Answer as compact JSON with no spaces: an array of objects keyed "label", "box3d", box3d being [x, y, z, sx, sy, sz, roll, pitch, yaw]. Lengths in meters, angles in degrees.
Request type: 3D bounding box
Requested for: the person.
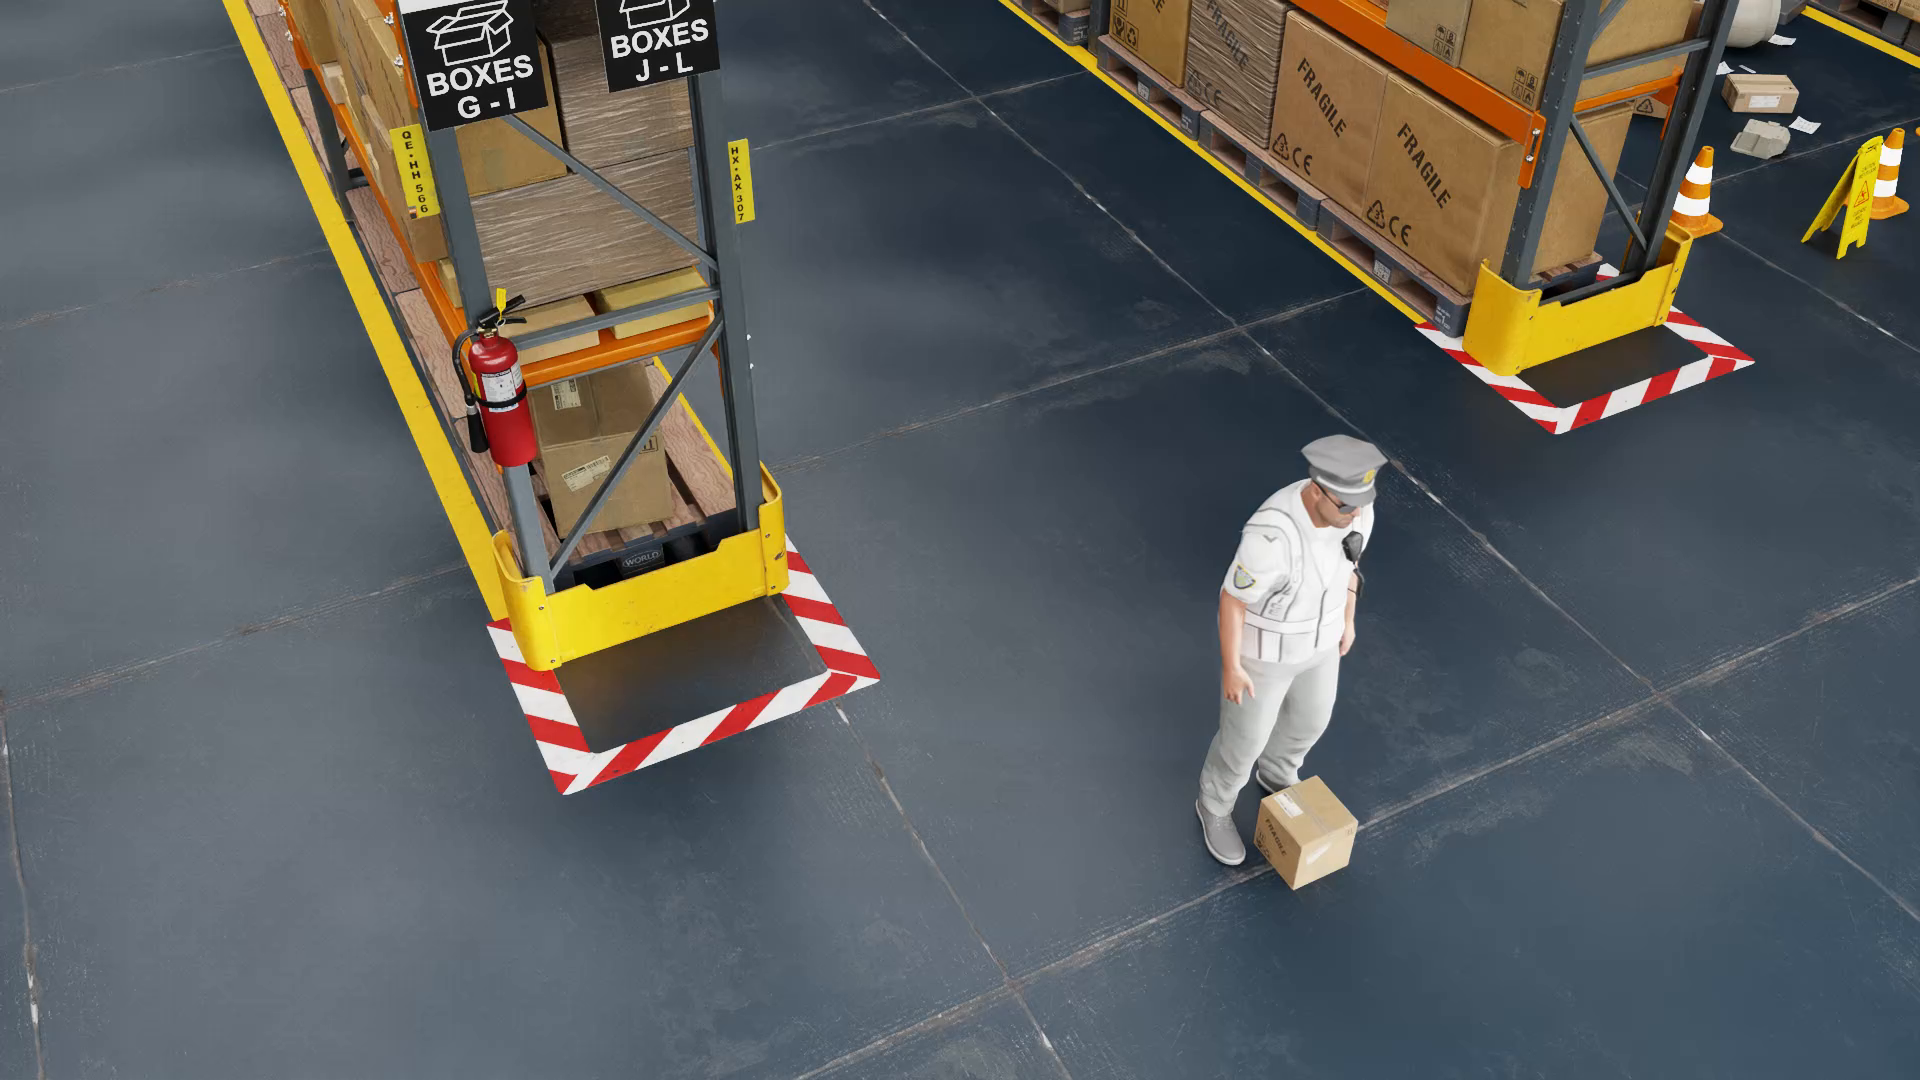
[{"label":"person","box3d":[1.124,0.342,5.762,0.594,1.744,0.437,-21,45,-22]}]
